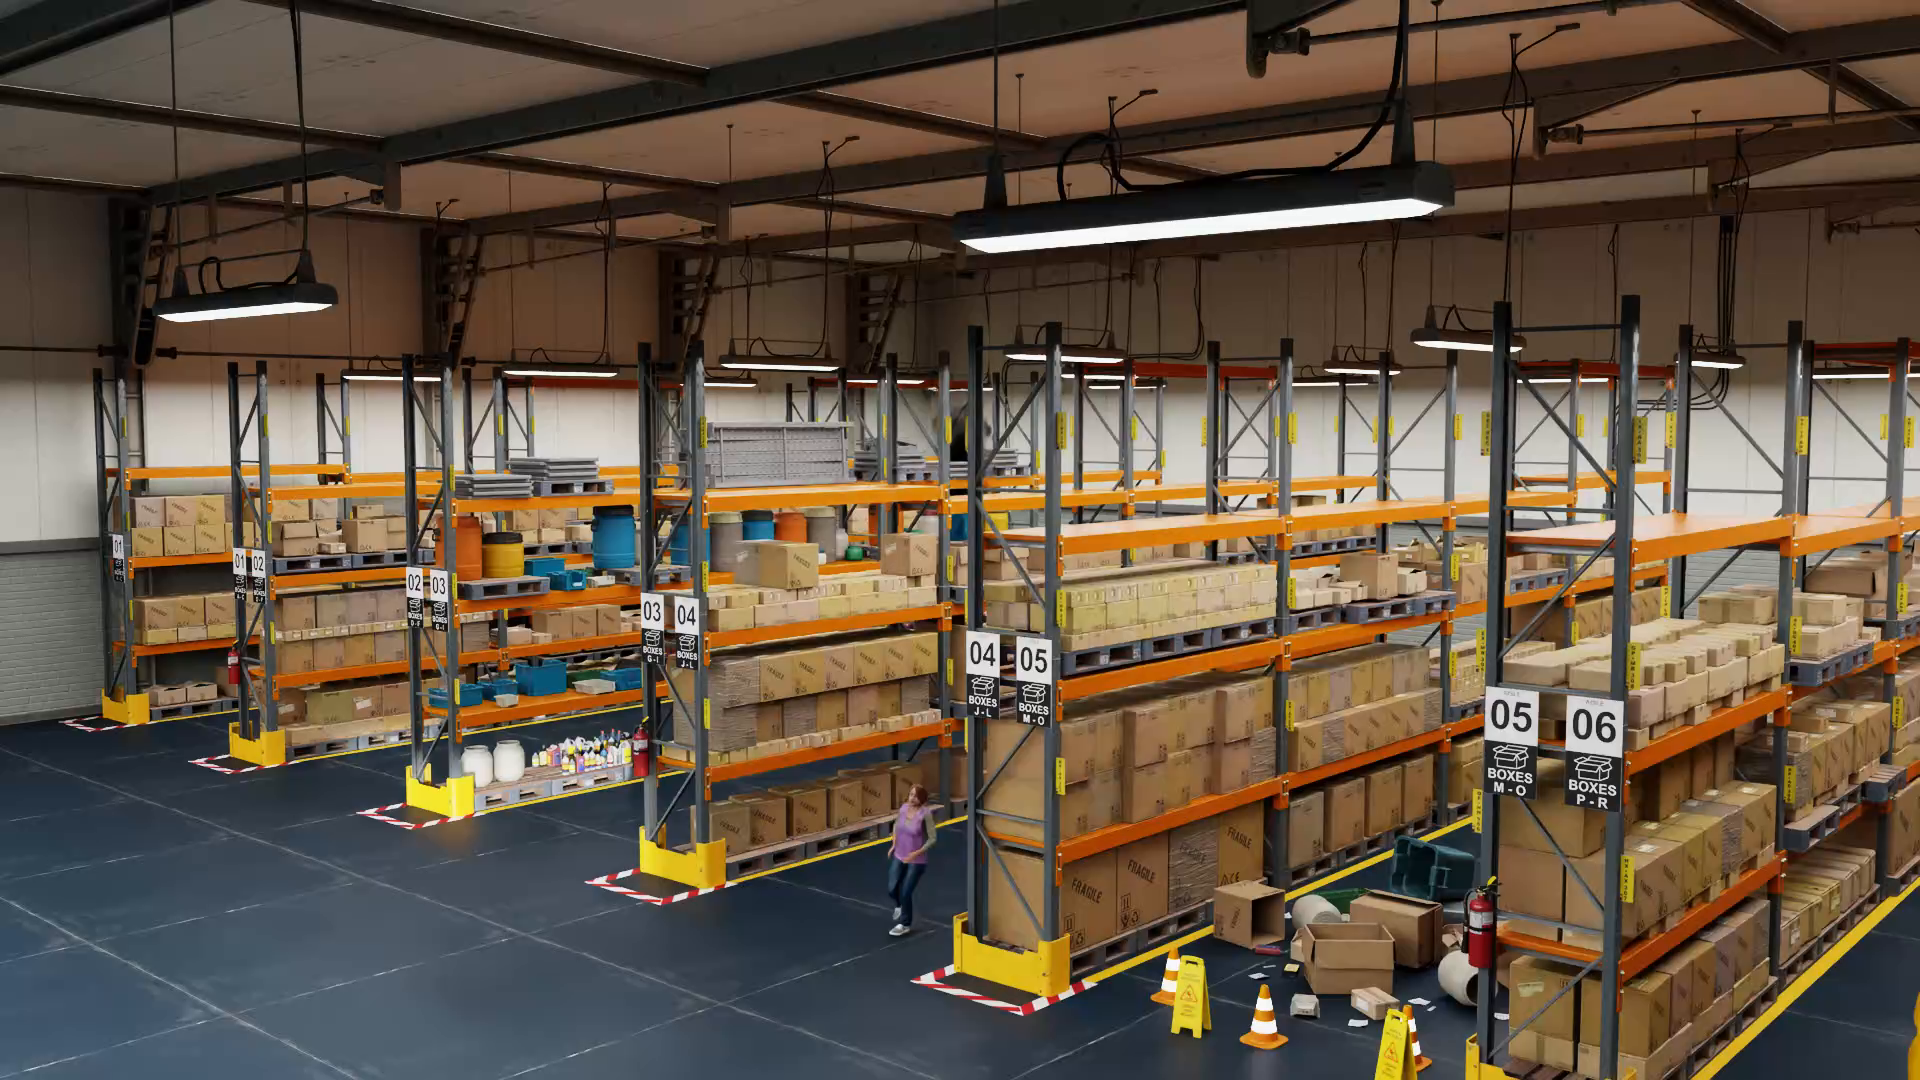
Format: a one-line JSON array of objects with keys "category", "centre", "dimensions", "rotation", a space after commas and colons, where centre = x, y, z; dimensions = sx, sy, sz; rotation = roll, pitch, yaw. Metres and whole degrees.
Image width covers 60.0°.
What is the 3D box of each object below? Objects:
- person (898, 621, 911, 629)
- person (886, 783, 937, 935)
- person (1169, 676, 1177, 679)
[{"category": "person", "centre": [-1.095, 1.769, 32.551], "dimensions": [0.578, 1.397, 0.717], "rotation": [2, 5, 25]}, {"category": "person", "centre": [-0.483, 3.178, 16.531], "dimensions": [0.557, 1.542, 0.514], "rotation": [2, 5, 25]}, {"category": "person", "centre": [3.015, 2.623, 23.203], "dimensions": [0.609, 1.666, 0.863], "rotation": [3, 5, 38]}]
